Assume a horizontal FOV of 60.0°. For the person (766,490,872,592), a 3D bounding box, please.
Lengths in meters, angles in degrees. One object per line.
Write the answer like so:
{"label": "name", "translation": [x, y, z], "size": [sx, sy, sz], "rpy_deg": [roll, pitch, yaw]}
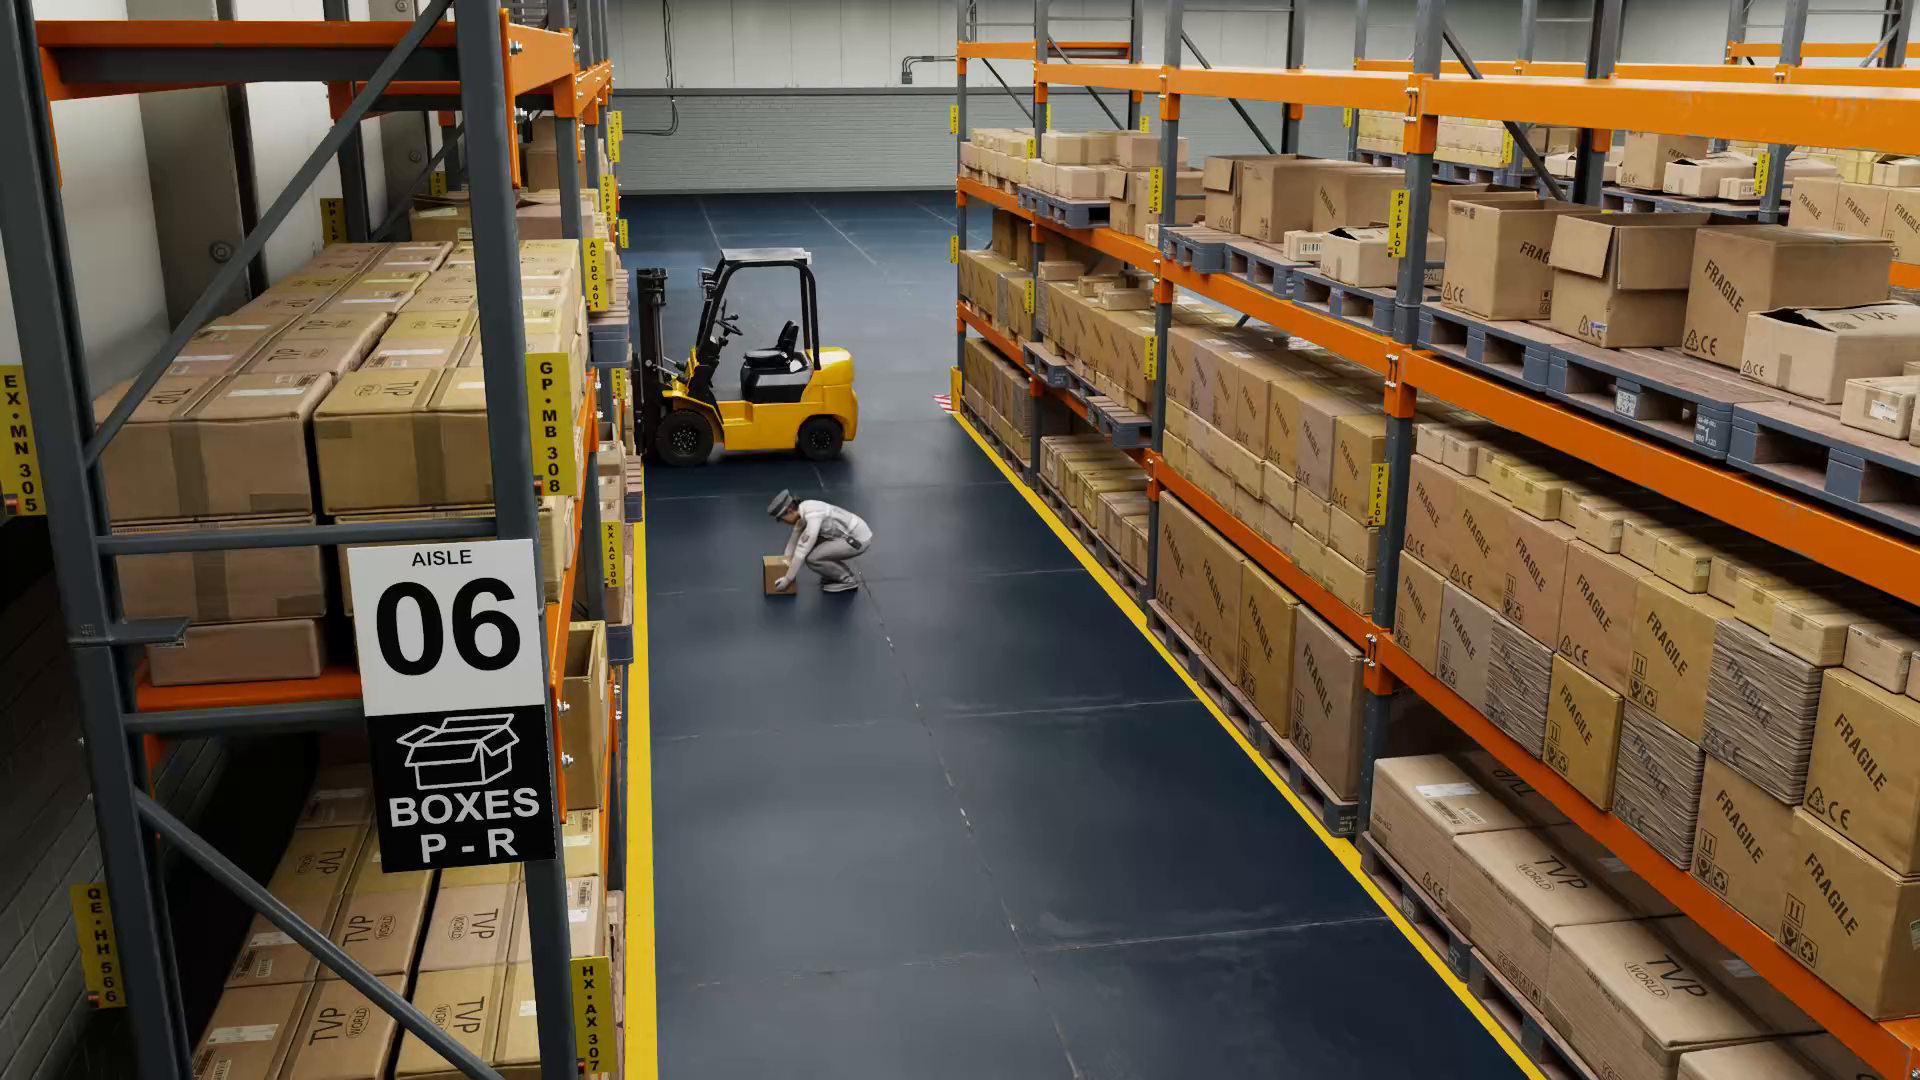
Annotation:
{"label": "person", "translation": [-1.146, -0.015, 13.533], "size": [0.859, 0.855, 0.479], "rpy_deg": [-3, 17, -10]}
